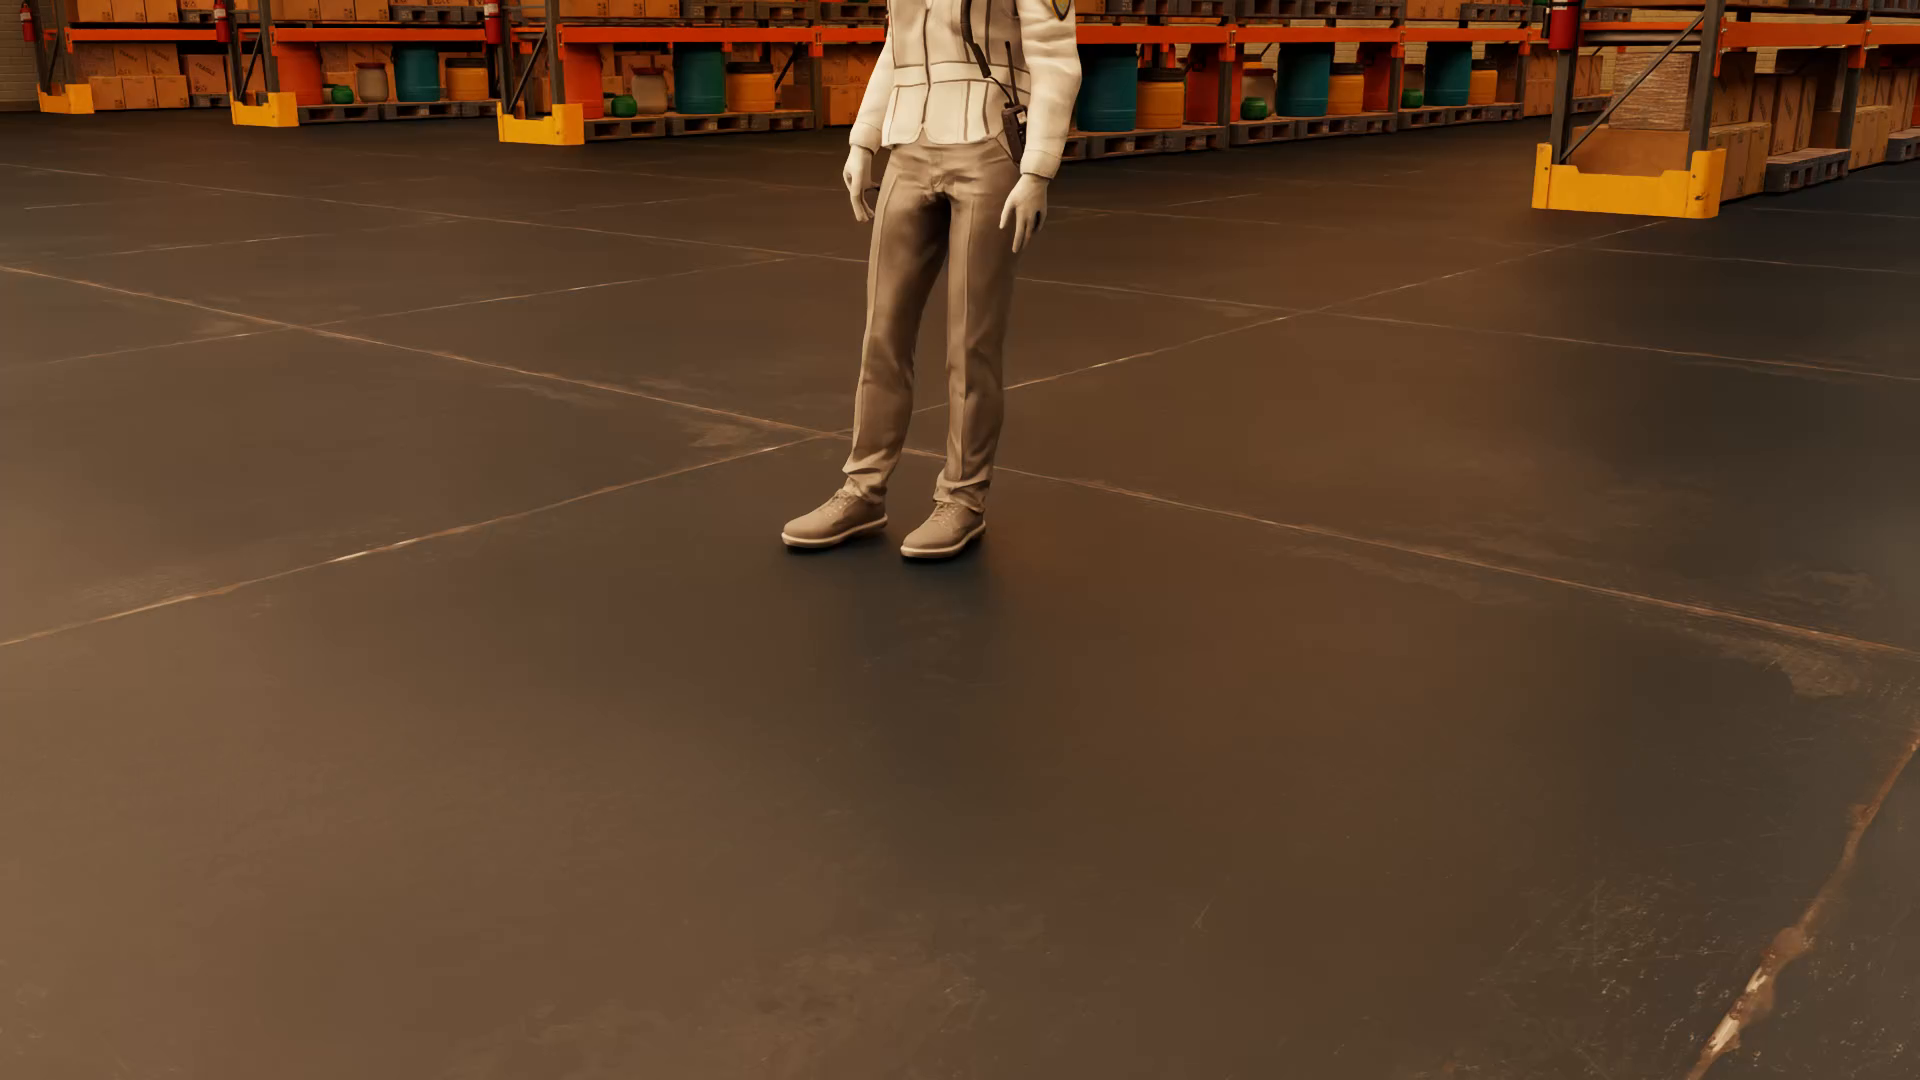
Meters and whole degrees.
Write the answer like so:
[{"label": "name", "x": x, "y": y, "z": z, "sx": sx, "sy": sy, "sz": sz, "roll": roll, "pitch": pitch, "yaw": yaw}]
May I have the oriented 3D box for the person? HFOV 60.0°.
[{"label": "person", "x": -0.048, "y": -0.804, "z": 3.648, "sx": 0.588, "sy": 1.696, "sz": 0.533, "roll": 13, "pitch": 21, "yaw": 37}]
